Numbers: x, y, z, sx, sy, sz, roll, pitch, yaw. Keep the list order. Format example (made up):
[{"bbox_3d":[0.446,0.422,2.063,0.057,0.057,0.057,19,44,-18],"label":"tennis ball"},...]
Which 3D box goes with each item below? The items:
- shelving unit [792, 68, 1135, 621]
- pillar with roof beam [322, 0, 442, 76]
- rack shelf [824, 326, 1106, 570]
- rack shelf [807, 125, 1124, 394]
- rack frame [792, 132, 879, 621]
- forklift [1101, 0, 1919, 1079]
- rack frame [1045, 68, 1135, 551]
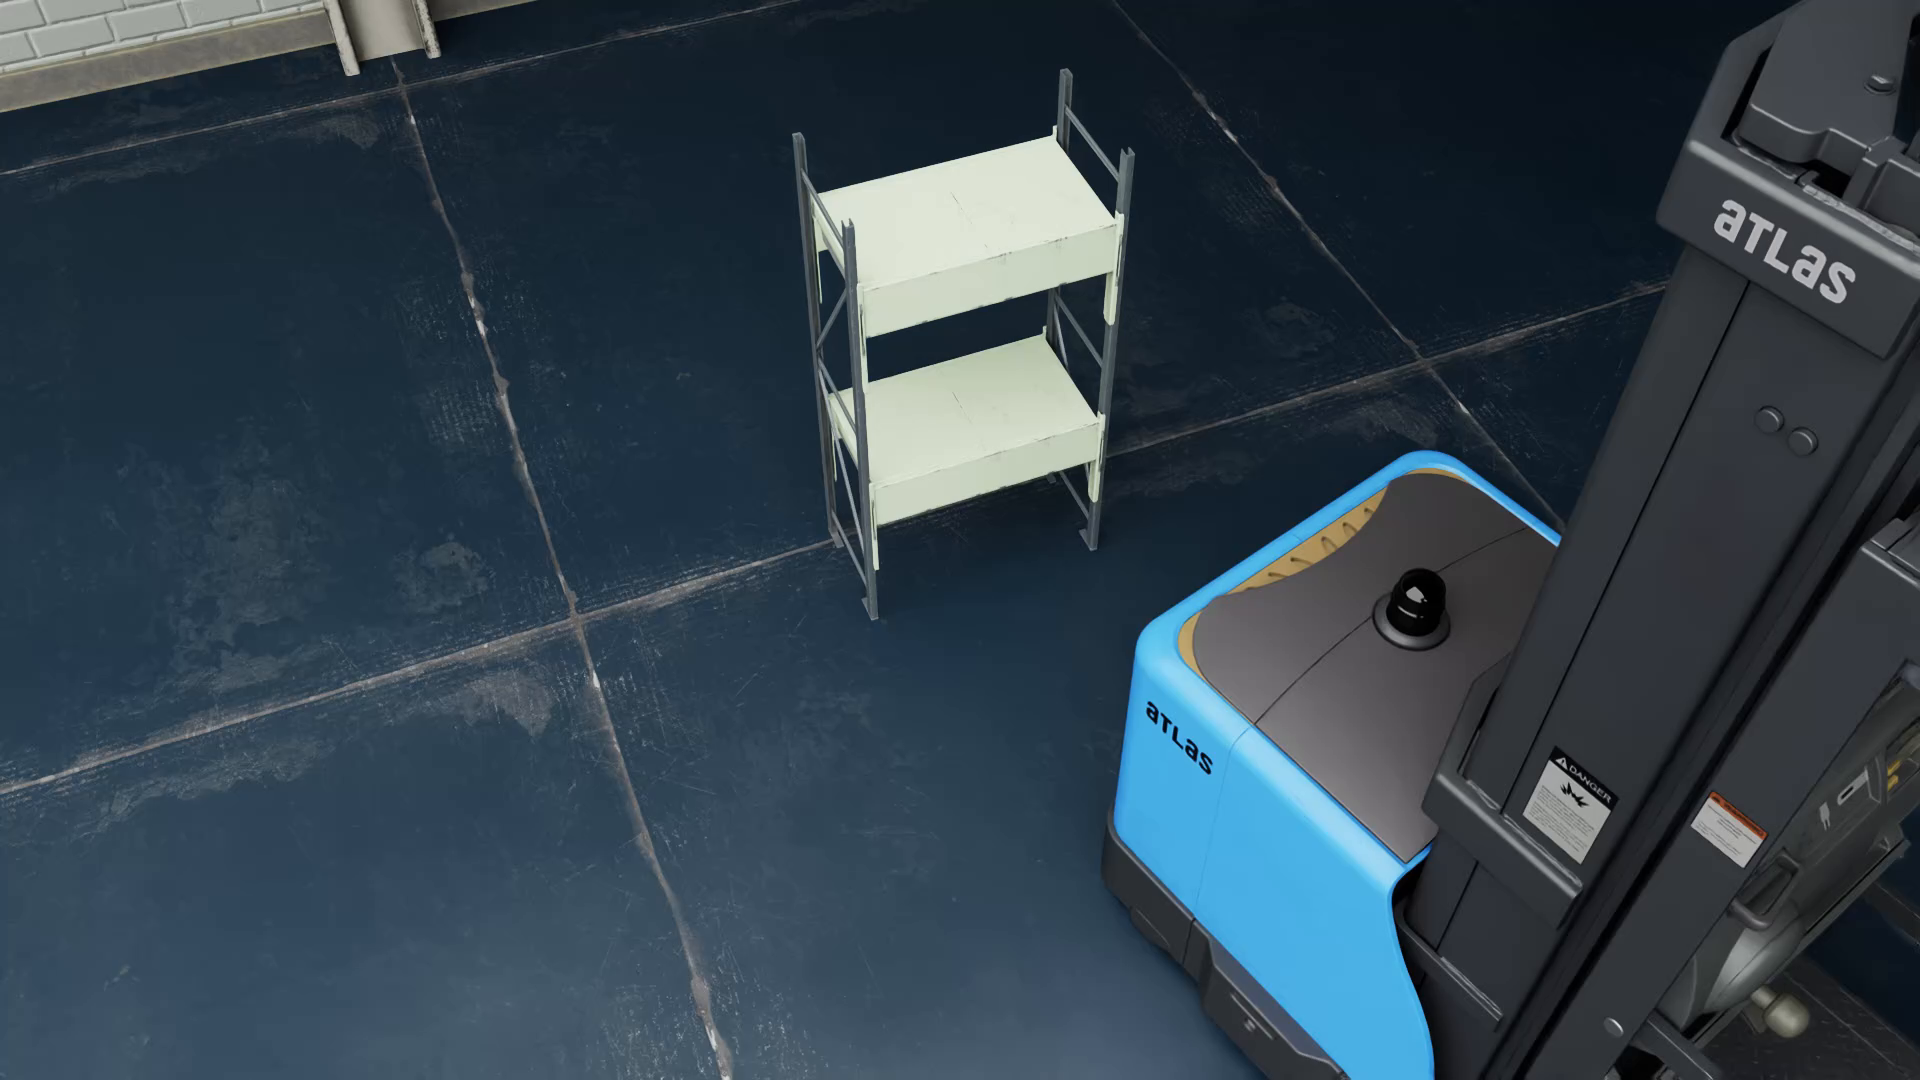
[{"bbox_3d":[0.006,-0.491,4.683,0.755,1.500,0.431,-17,52,-14],"label":"shelving unit"},{"bbox_3d":[-0.793,-1.998,1.034,0.400,9.000,9.100,-17,52,-14],"label":"pillar with roof beam"},{"bbox_3d":[0.006,-0.278,4.930,0.720,0.370,0.431,-17,52,-14],"label":"rack shelf"},{"bbox_3d":[0.006,-0.745,4.387,0.720,0.370,0.431,-17,52,-14],"label":"rack shelf"},{"bbox_3d":[-0.333,-0.386,4.593,0.023,1.500,0.400,-17,52,-14],"label":"rack frame"},{"bbox_3d":[1.678,0.607,2.797,1.130,2.935,3.031,-31,56,-24],"label":"forklift"},{"bbox_3d":[0.345,-0.596,4.773,0.023,1.500,0.400,-17,52,-14],"label":"rack frame"}]
